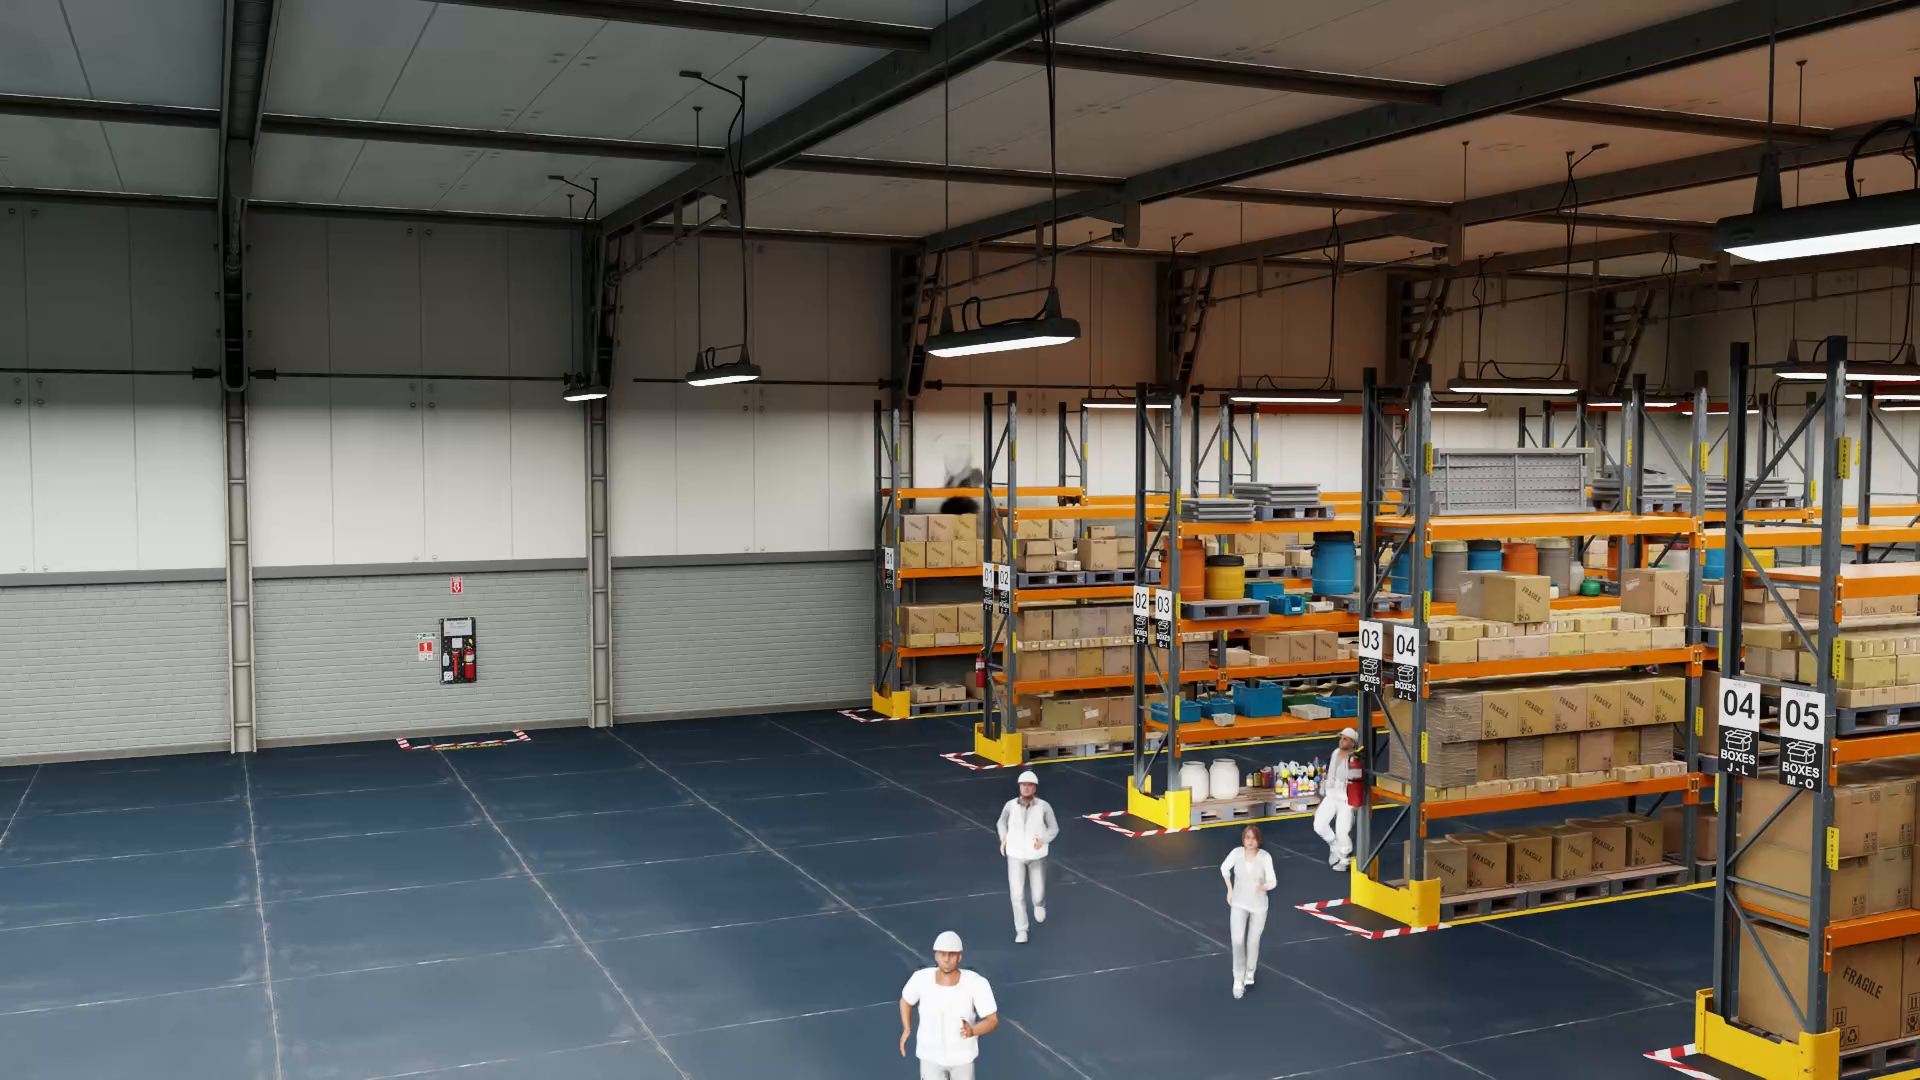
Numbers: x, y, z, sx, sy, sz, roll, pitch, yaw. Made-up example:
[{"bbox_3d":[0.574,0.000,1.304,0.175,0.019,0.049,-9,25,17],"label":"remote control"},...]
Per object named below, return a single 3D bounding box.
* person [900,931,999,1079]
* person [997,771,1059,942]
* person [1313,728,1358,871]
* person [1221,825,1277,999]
[{"bbox_3d":[-0.086,3.597,11.591,0.711,1.747,0.963,0,3,4],"label":"person"},{"bbox_3d":[0.699,3.285,17.416,0.664,1.732,0.753,1,3,9],"label":"person"},{"bbox_3d":[4.579,3.125,20.013,0.617,1.740,0.663,-3,4,-42],"label":"person"},{"bbox_3d":[2.698,3.464,15.554,0.514,1.618,0.690,1,3,9],"label":"person"}]
